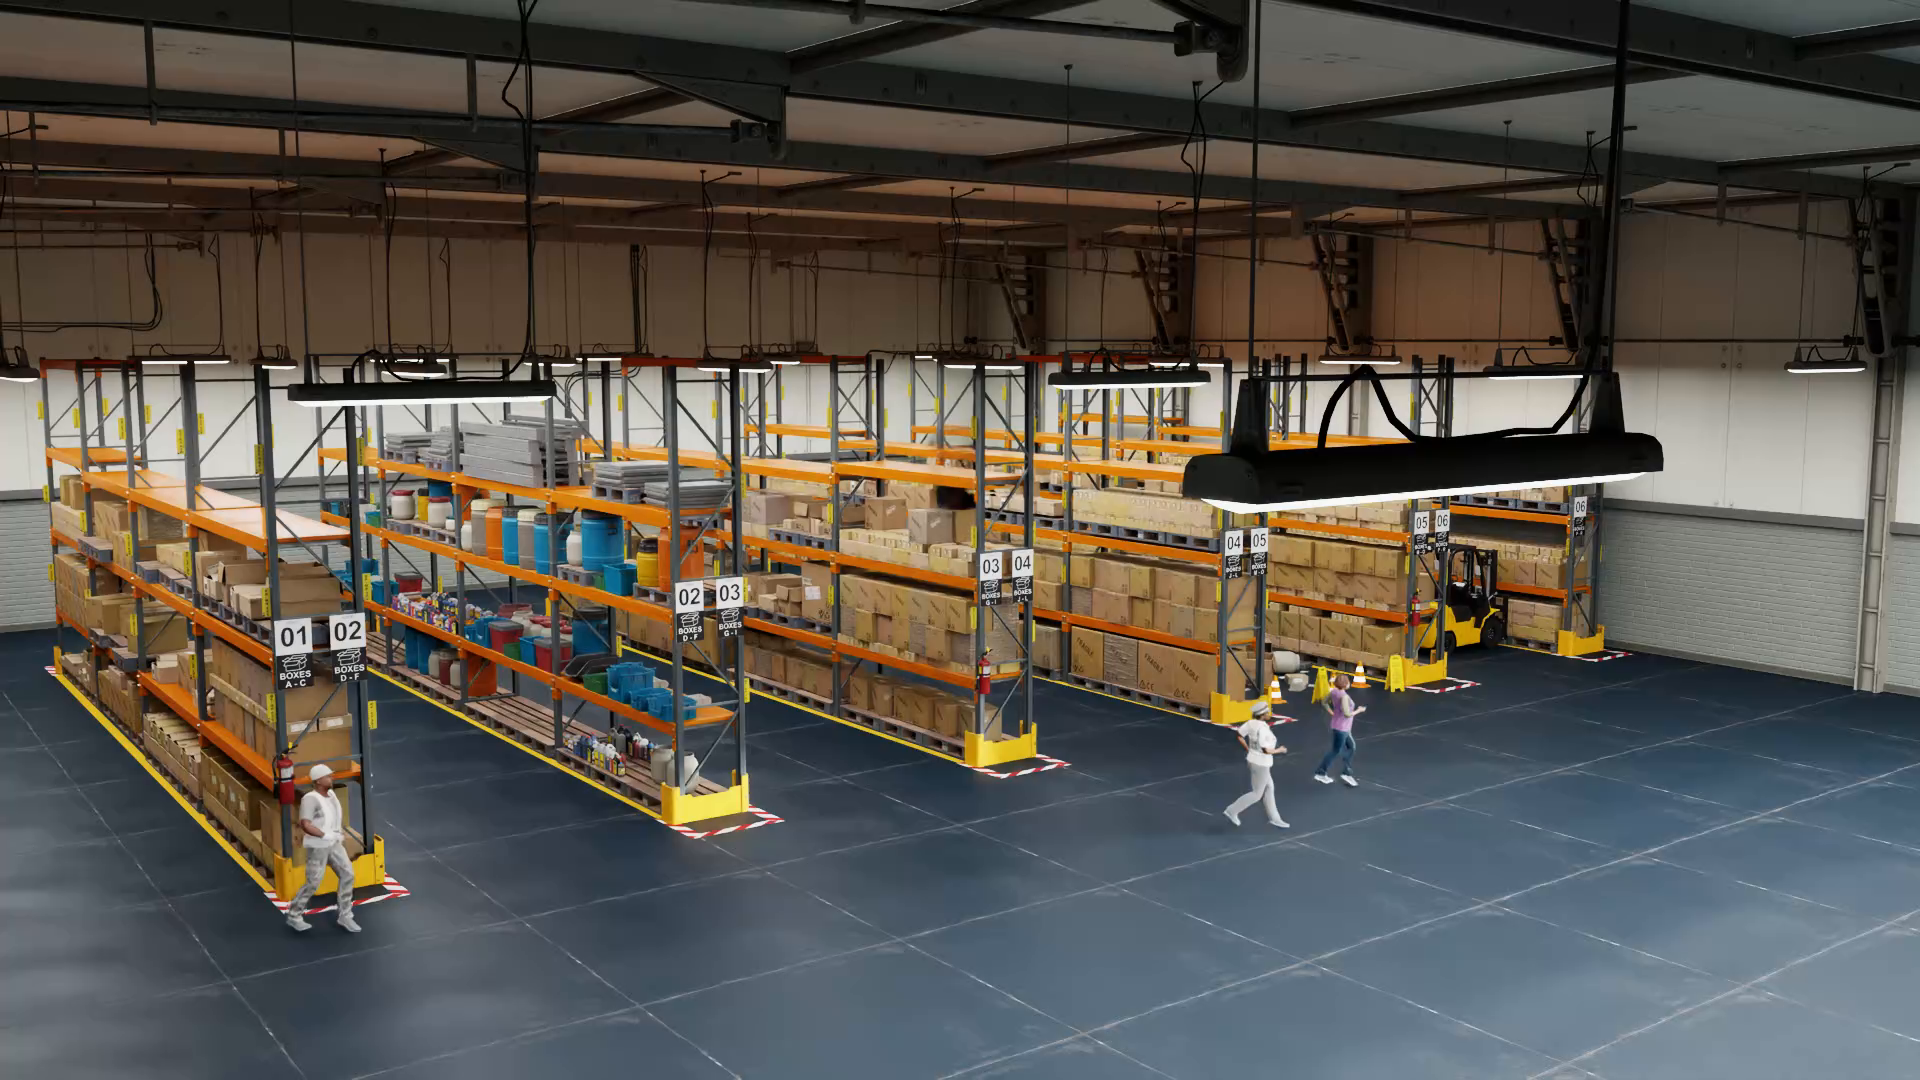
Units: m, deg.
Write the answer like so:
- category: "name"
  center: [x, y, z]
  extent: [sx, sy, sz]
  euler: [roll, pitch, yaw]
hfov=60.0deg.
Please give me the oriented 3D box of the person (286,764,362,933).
- category: "person"
  center: [-6.790, 3.306, 17.905]
  extent: [0.799, 1.786, 0.747]
  euler: [1, 7, 12]

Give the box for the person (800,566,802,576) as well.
- category: "person"
  center: [-3.846, 0.301, 42.969]
  extent: [0.852, 1.815, 0.670]
  euler: [-4, 8, -31]

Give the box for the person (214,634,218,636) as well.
- category: "person"
  center: [-13.993, 1.670, 31.538]
  extent: [0.869, 1.813, 0.707]
  euler: [5, 9, 36]

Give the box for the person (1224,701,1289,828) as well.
- category: "person"
  center: [3.844, 2.904, 21.467]
  extent: [0.924, 1.688, 0.579]
  euler: [-1, 7, -9]

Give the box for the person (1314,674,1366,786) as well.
- category: "person"
  center: [5.387, 2.709, 23.578]
  extent: [0.700, 1.639, 0.522]
  euler: [0, 7, 1]
